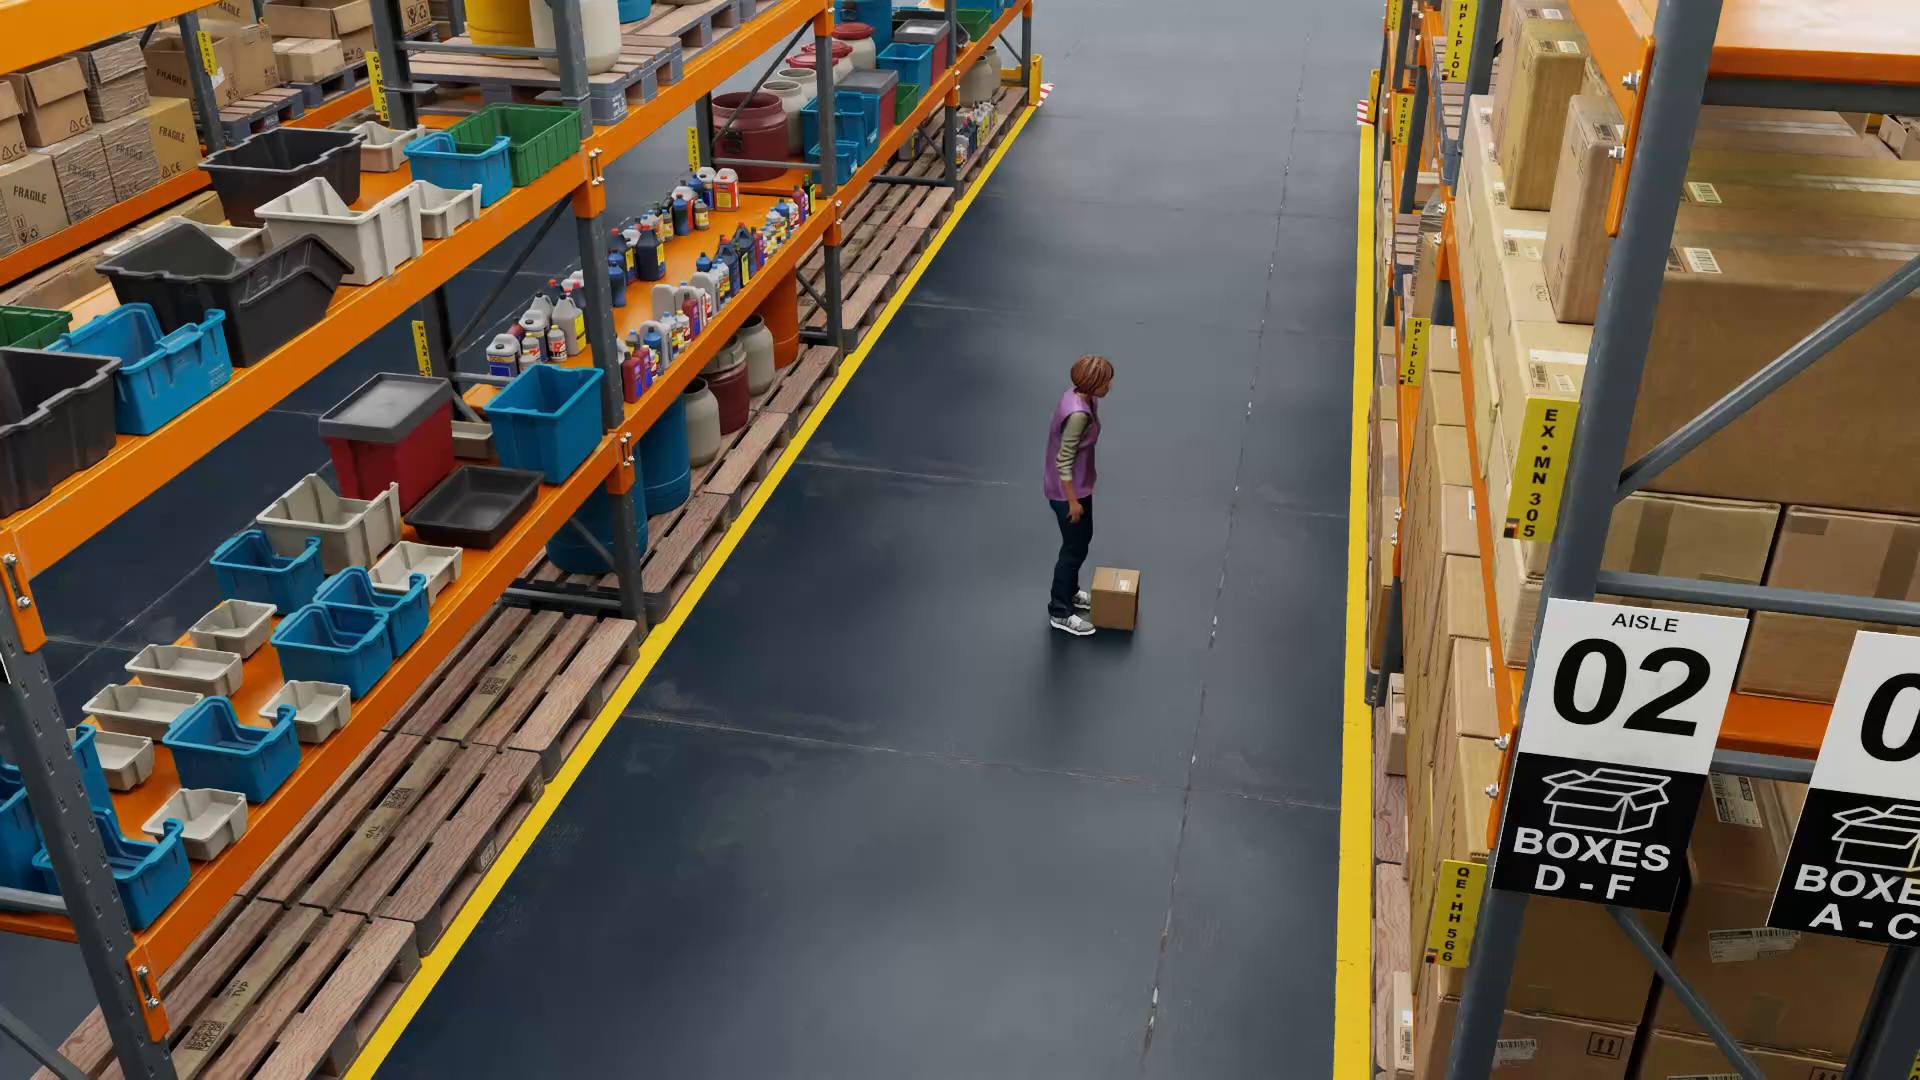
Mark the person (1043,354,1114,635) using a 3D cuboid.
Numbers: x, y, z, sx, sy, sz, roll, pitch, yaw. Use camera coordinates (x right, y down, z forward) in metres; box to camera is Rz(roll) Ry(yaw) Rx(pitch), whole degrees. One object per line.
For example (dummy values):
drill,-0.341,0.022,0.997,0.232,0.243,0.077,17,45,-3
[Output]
person,0.634,-0.272,9.106,0.348,1.591,0.459,6,30,11
